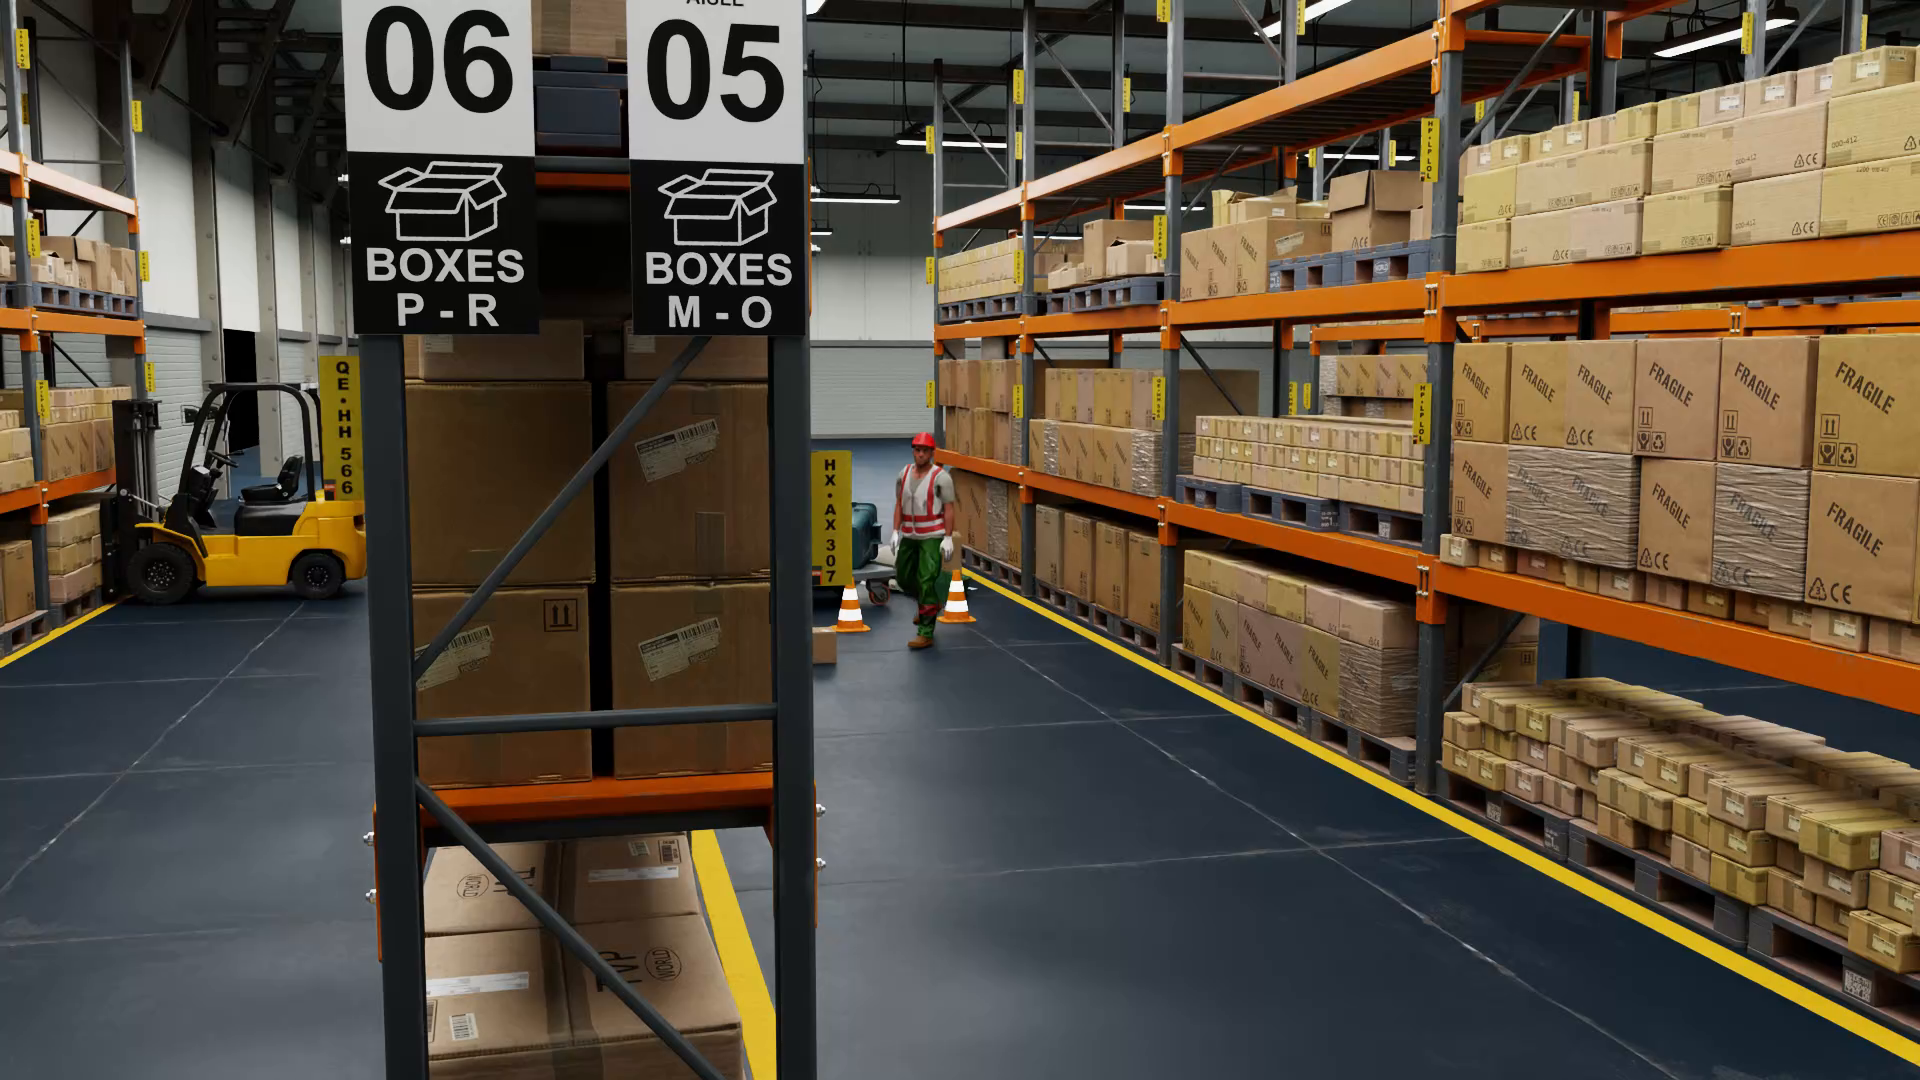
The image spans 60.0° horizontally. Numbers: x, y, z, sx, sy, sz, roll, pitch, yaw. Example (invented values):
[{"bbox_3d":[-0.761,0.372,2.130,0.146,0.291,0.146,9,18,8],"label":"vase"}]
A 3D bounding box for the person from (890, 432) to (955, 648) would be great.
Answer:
[{"bbox_3d":[-0.292,-0.026,13.974,0.615,1.776,0.803,4,7,34],"label":"person"}]
